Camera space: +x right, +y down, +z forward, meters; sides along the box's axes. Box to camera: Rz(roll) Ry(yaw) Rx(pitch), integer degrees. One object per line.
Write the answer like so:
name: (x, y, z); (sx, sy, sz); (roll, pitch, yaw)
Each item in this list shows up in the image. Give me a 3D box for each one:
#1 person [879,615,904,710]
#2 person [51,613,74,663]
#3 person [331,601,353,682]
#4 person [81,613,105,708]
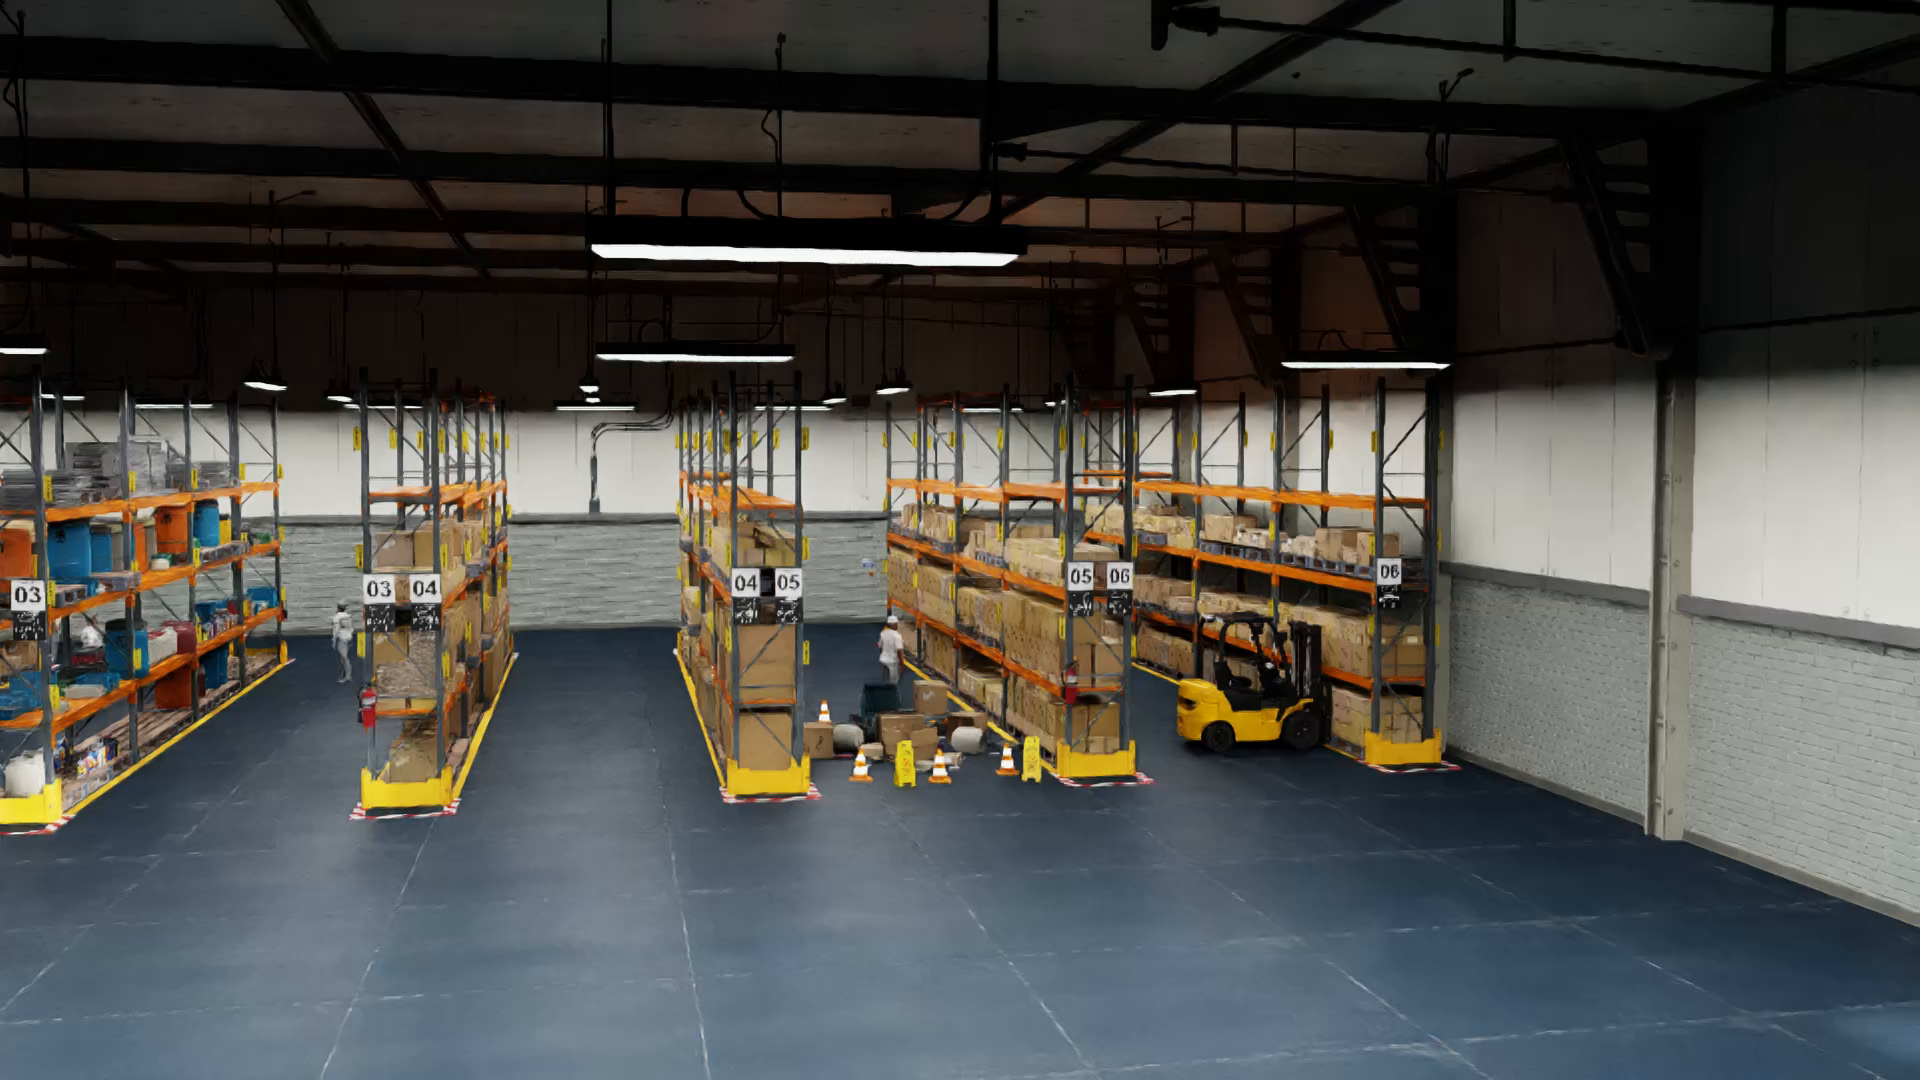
person: (-1.221, 2.268, 30.765); (0.463, 1.772, 0.630); (-3, 5, -42)
person: (-20.331, 1.925, 37.606); (0.418, 1.668, 0.615); (1, 4, 22)
person: (-12.860, 2.095, 34.600); (0.552, 1.664, 0.573); (1, 3, 12)
person: (-16.232, 2.256, 31.193); (0.476, 1.759, 0.593); (-3, 5, -43)
